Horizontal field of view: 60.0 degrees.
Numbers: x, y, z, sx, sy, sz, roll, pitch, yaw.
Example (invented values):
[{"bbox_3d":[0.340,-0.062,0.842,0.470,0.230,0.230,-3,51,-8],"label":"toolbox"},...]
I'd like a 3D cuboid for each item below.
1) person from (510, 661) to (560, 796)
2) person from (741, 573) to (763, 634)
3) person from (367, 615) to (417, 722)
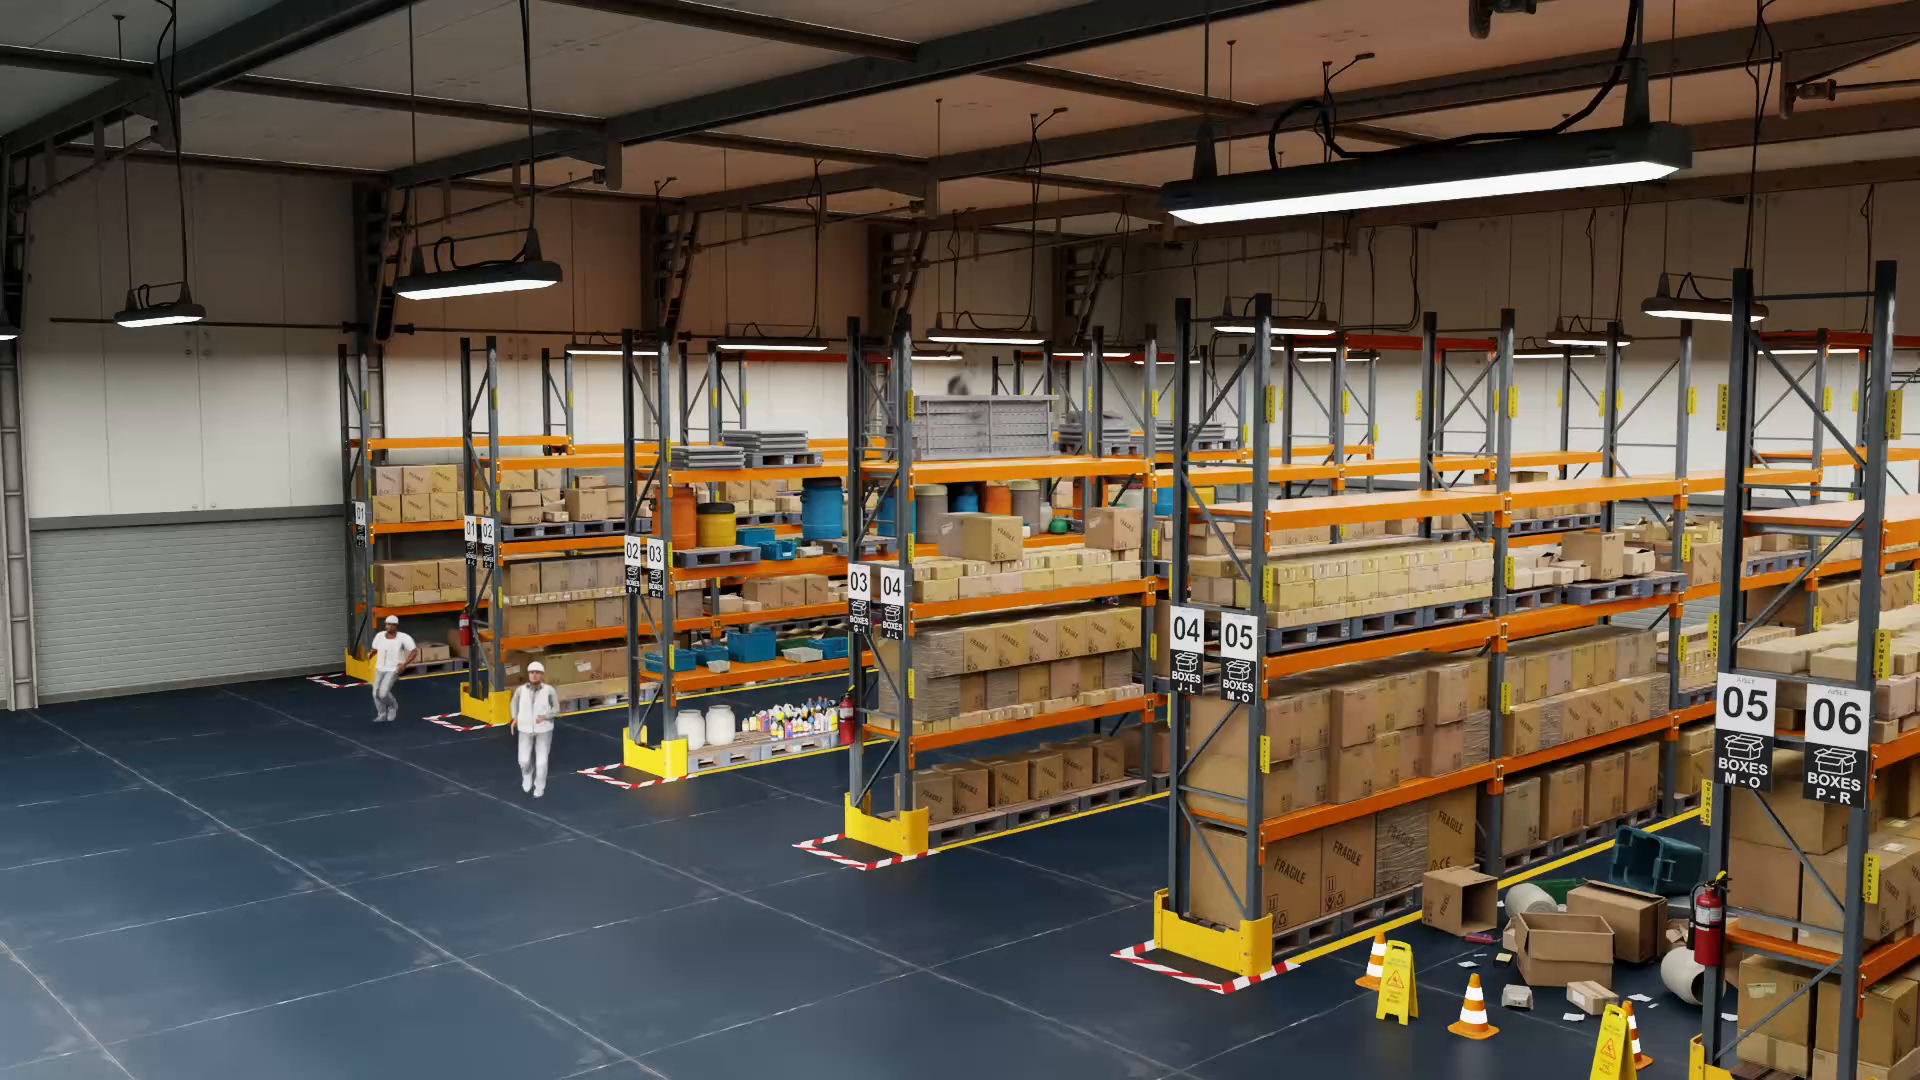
[{"bbox_3d":[-5.395,2.412,21.069,0.649,1.733,0.592,-1,5,-7],"label":"person"},{"bbox_3d":[-3.872,1.420,31.632,0.998,1.765,0.668,-5,7,-43],"label":"person"},{"bbox_3d":[-8.858,2.006,25.777,0.698,1.688,0.566,1,5,13],"label":"person"}]
